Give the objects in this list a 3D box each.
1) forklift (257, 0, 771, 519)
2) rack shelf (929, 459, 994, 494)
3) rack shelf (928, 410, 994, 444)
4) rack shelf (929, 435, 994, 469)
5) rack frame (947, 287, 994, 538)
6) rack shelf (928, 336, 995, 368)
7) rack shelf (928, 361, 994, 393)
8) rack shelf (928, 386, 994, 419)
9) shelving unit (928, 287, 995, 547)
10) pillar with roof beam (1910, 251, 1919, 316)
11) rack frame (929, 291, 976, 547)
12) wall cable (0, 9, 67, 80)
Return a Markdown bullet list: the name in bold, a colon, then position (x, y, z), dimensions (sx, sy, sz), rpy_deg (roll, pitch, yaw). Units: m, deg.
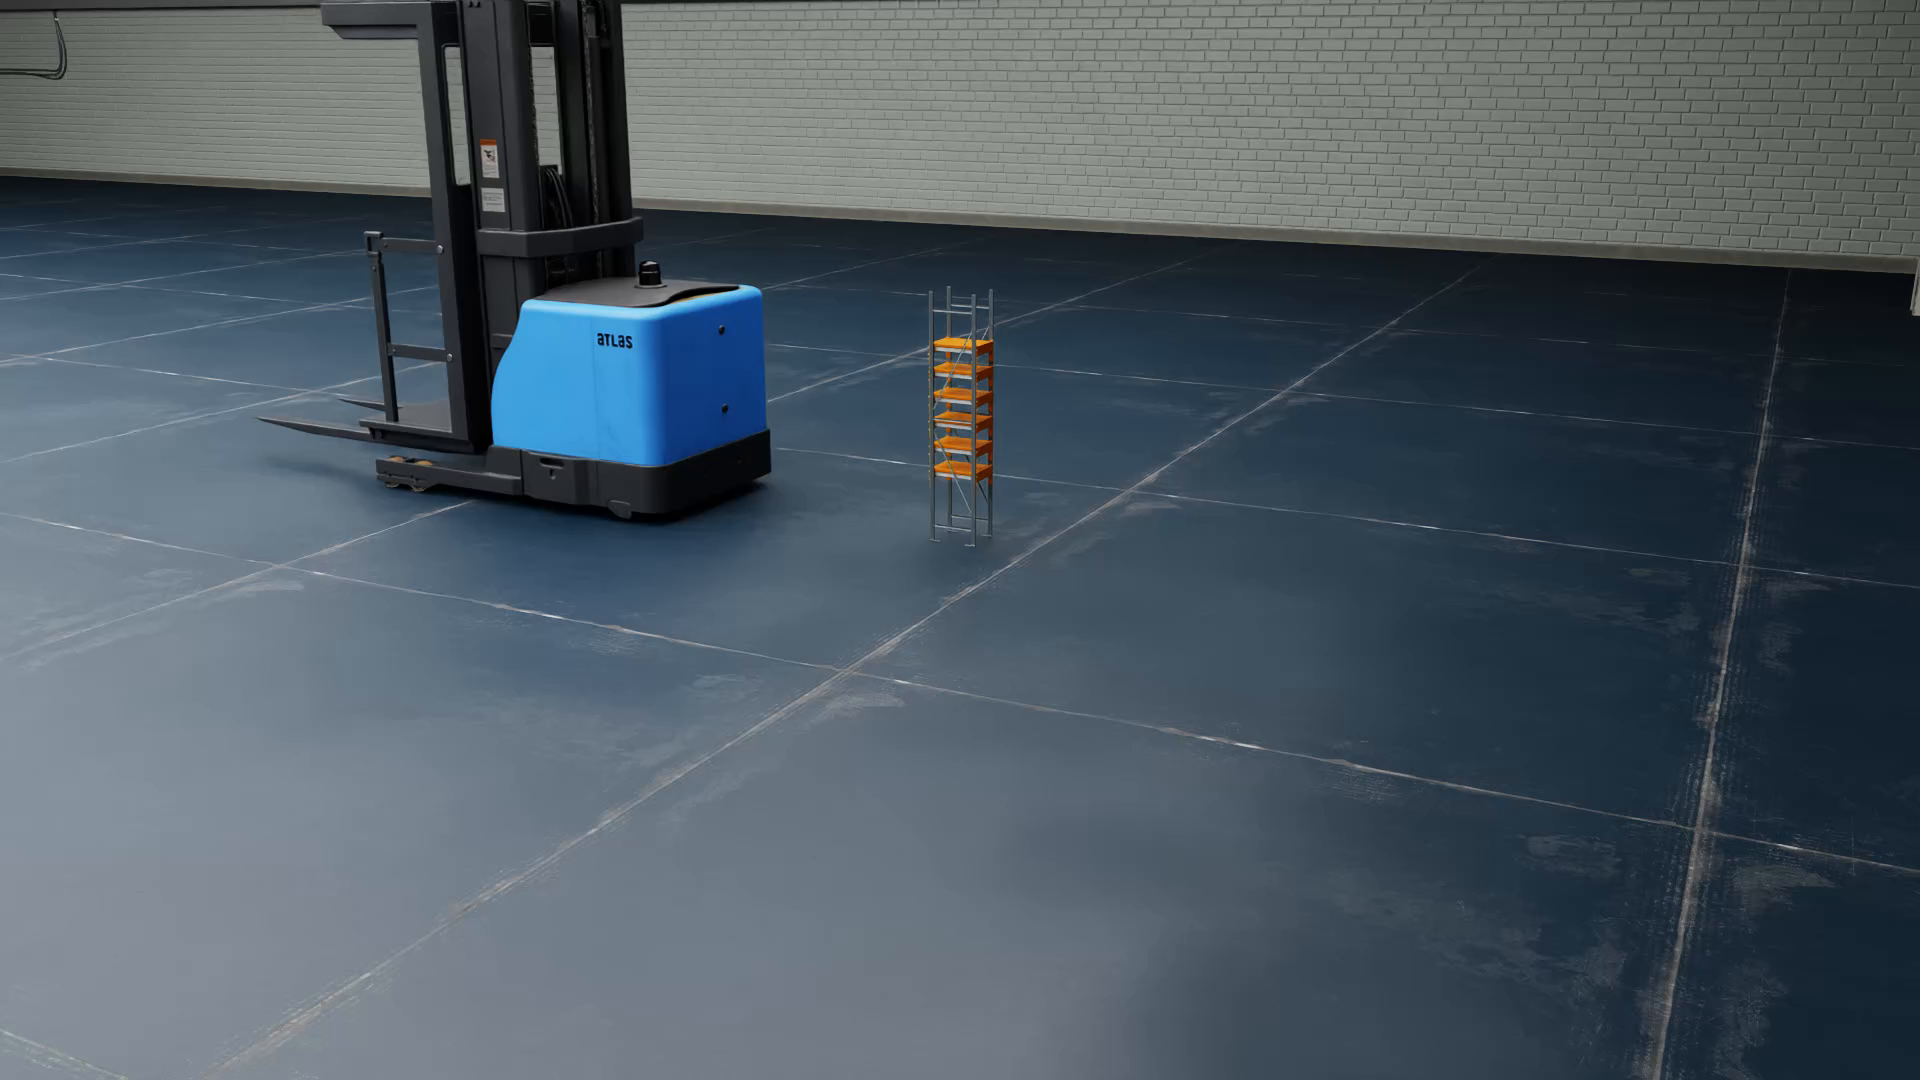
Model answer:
- **forklift**: position (-2.572, -1.785, 8.885), dimensions (3.031, 2.935, 1.130), rpy_deg (8, 18, 26)
- **rack shelf**: position (0.006, -0.306, 7.947), dimensions (0.258, 0.103, 0.180), rpy_deg (8, 18, 25)
- **rack shelf**: position (0.006, -0.536, 7.879), dimensions (0.258, 0.103, 0.180), rpy_deg (8, 18, 25)
- **rack shelf**: position (0.006, -0.421, 7.913), dimensions (0.258, 0.103, 0.180), rpy_deg (8, 18, 25)
- **rack frame**: position (0.047, -0.602, 7.944), dimensions (0.240, 1.200, 0.006), rpy_deg (8, 18, 25)
- **rack shelf**: position (0.006, -0.881, 7.776), dimensions (0.258, 0.103, 0.180), rpy_deg (8, 18, 25)
- **rack shelf**: position (0.006, -0.766, 7.810), dimensions (0.258, 0.103, 0.180), rpy_deg (8, 18, 25)
- **rack shelf**: position (0.006, -0.651, 7.844), dimensions (0.258, 0.103, 0.180), rpy_deg (8, 18, 25)
- **shelving unit**: position (0.006, -0.579, 7.866), dimensions (0.258, 1.200, 0.189), rpy_deg (8, 18, 25)
- **pillar with roof beam**: position (4.813, -6.886, 15.404), dimensions (9.100, 9.000, 0.400), rpy_deg (8, 18, 25)
- **rack frame**: position (-0.034, -0.556, 7.787), dimensions (0.240, 1.200, 0.006), rpy_deg (8, 18, 25)
- **wall cable**: position (-17.017, -9.440, 29.455), dimensions (3.097, 2.526, 0.112), rpy_deg (8, 18, 25)
